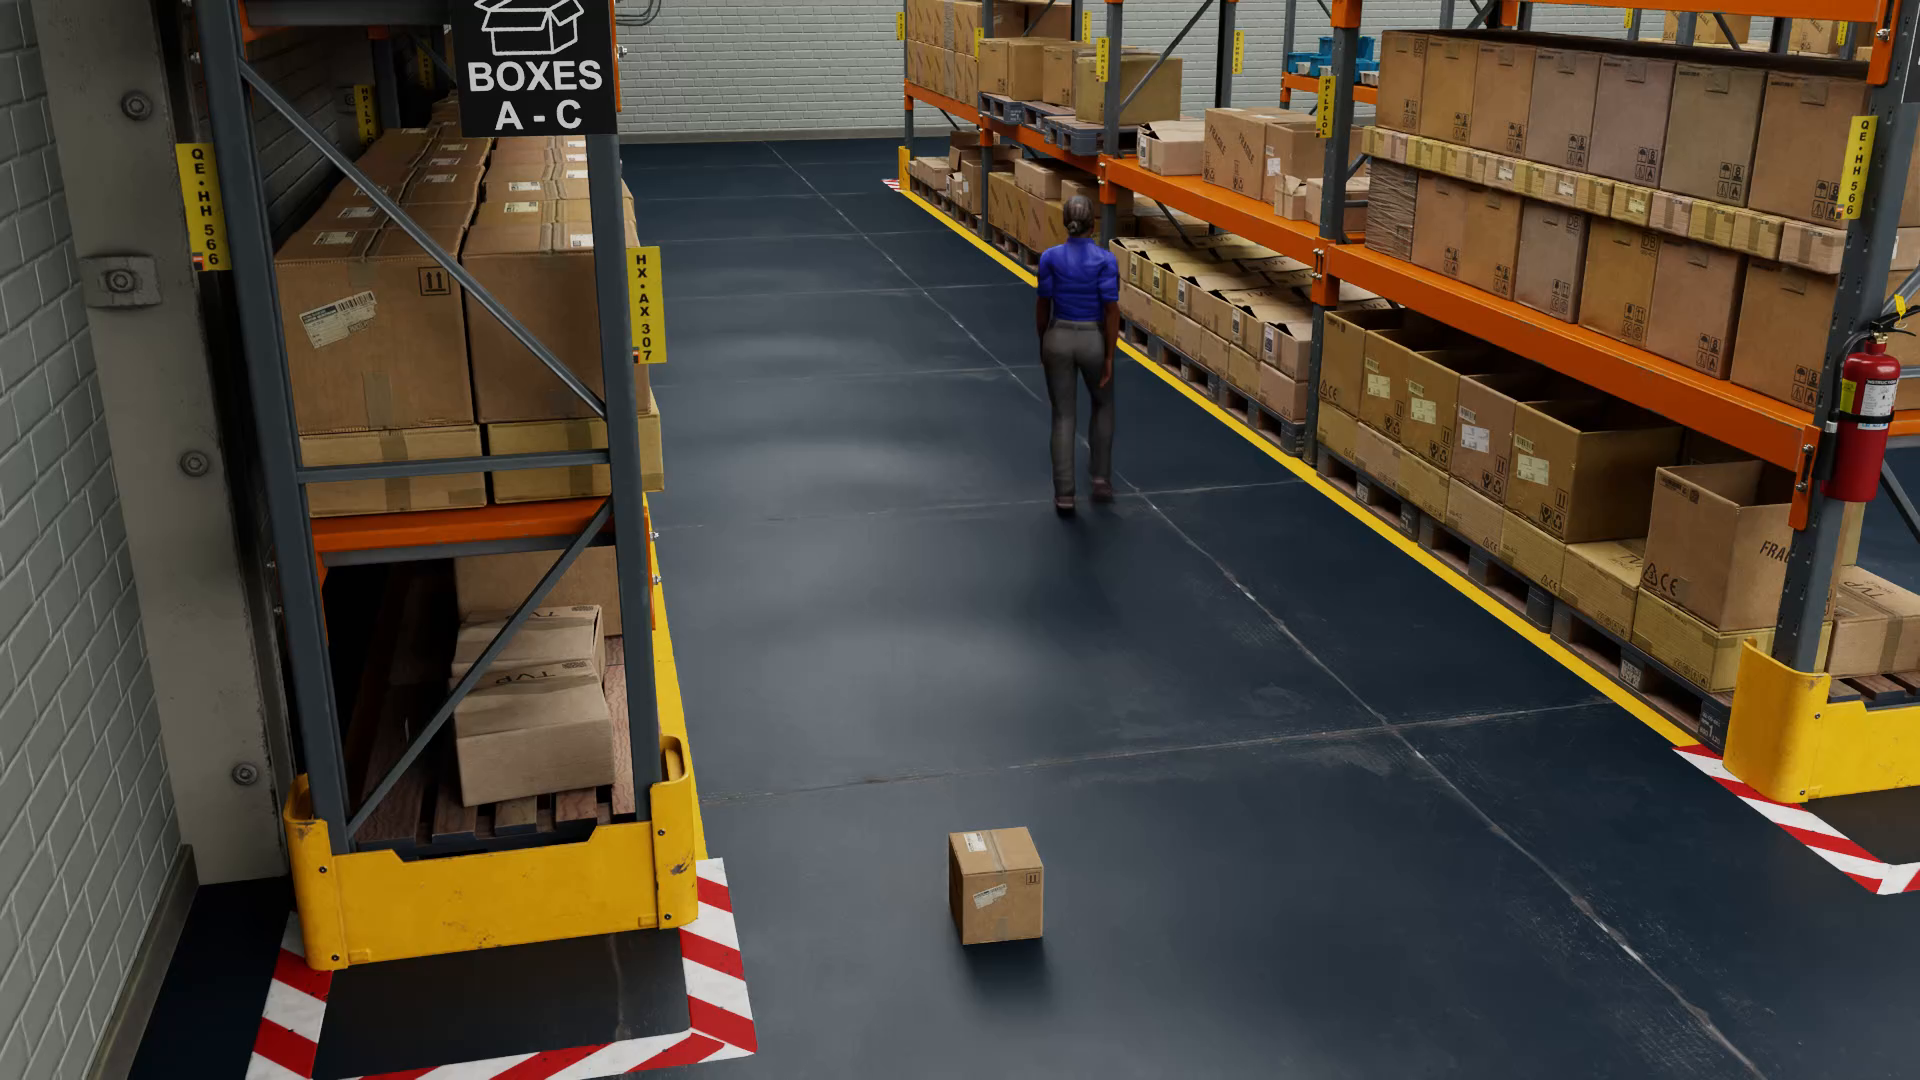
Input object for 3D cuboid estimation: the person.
[{"bbox_3d":[0.624,-0.973,8.842,0.460,1.722,0.590,4,20,10],"label":"person"}]
